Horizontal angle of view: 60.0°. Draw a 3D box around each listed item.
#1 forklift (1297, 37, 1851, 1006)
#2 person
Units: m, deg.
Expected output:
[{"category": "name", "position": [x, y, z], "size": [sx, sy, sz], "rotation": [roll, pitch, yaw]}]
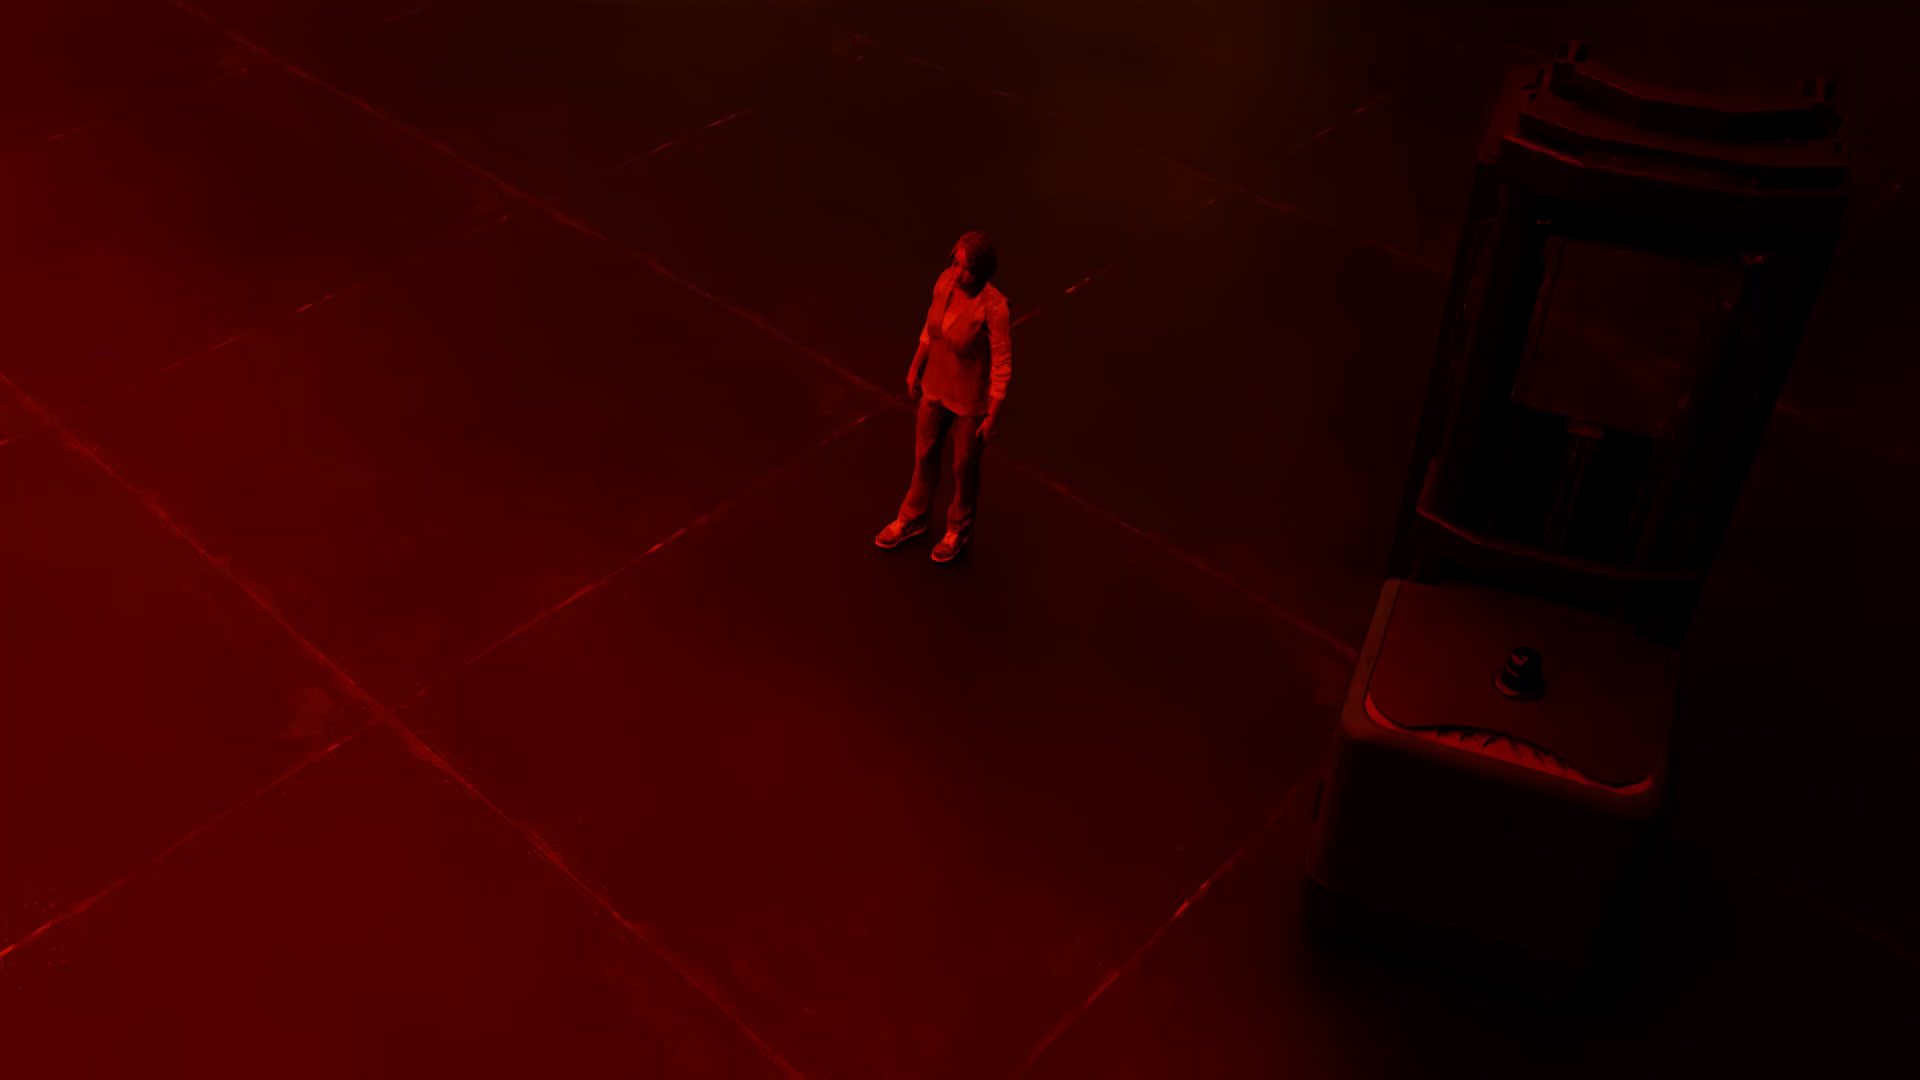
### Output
[{"category": "forklift", "position": [2.252, -0.478, 5.985], "size": [1.130, 2.935, 3.031], "rotation": [15, 43, 17]}, {"category": "person", "position": [-0.060, -0.582, 7.120], "size": [0.521, 1.597, 0.474], "rotation": [31, 49, 31]}]
